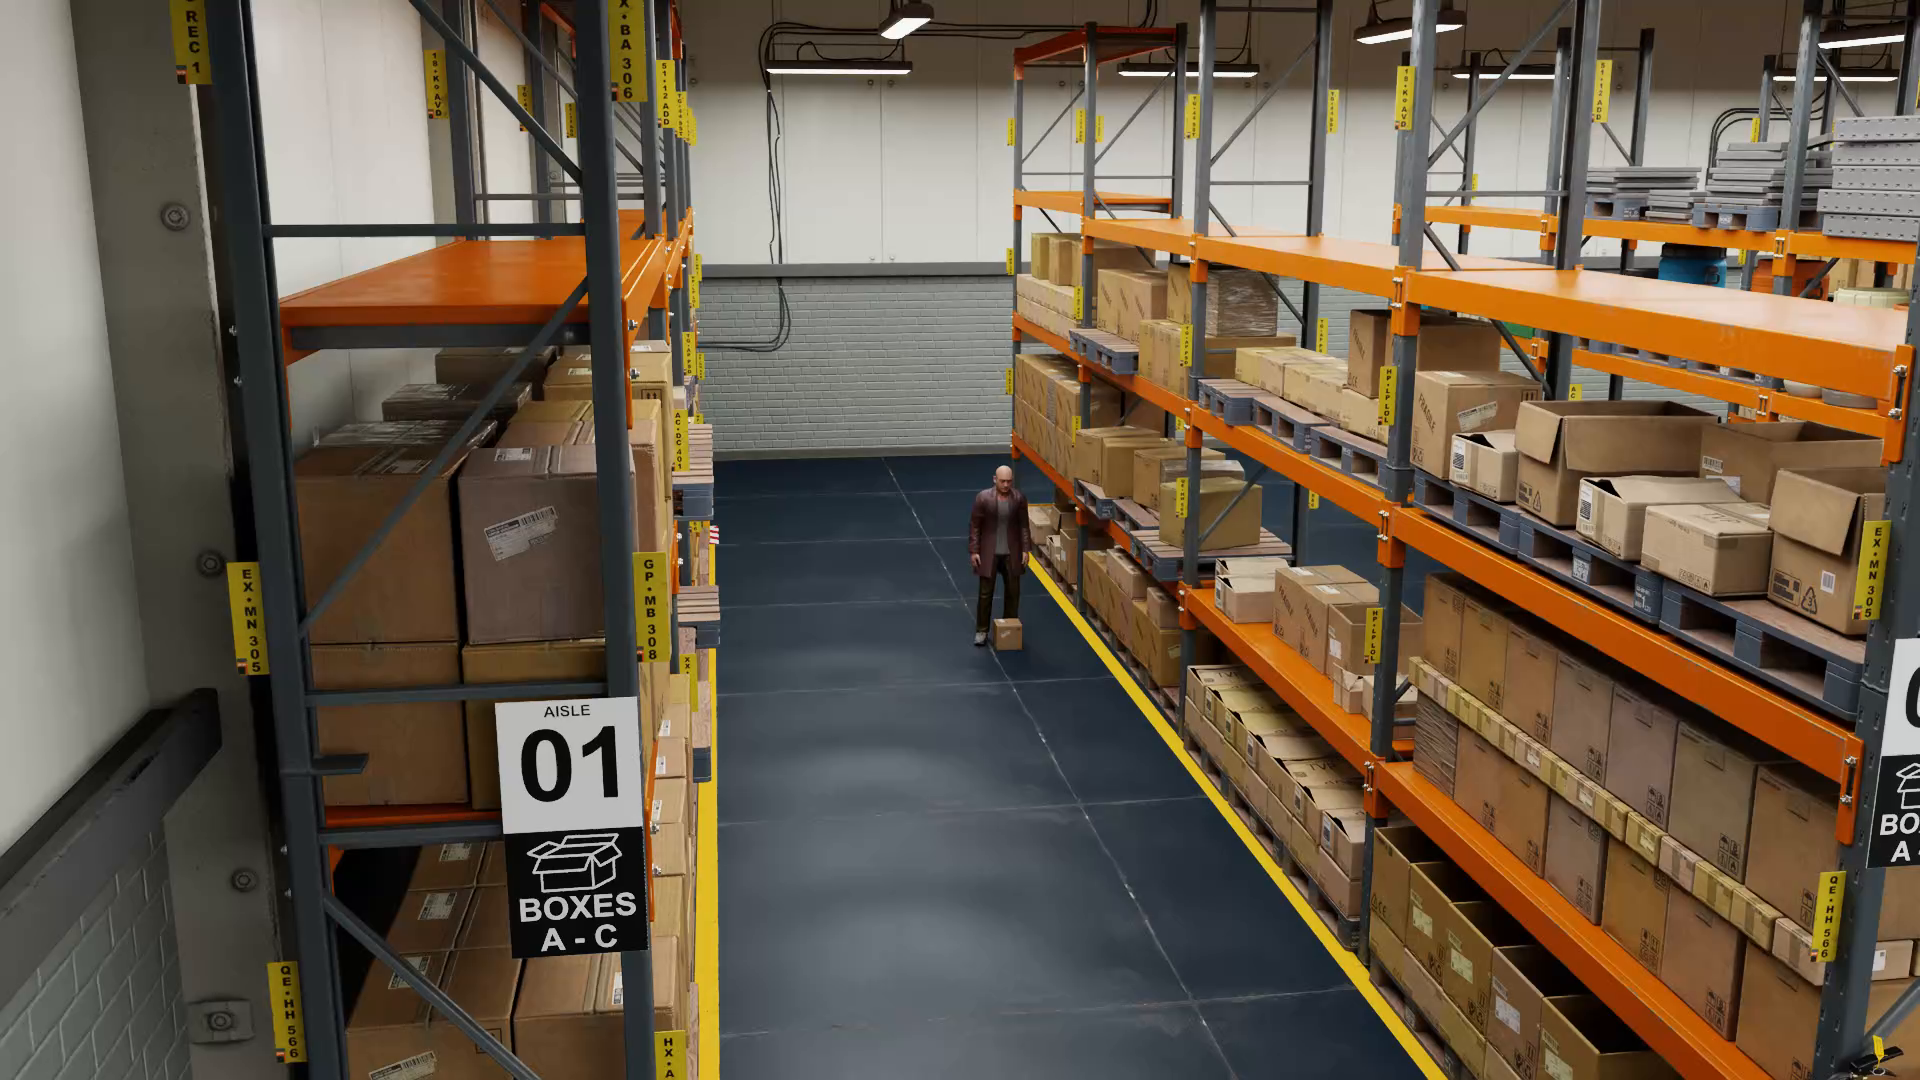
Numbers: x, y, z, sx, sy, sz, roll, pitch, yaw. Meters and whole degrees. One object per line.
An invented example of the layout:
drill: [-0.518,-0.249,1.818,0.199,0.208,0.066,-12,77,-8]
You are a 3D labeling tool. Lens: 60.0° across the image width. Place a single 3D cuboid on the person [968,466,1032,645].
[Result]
person: [0.396,0.133,16.437,0.642,1.773,0.428,-2,13,-10]
